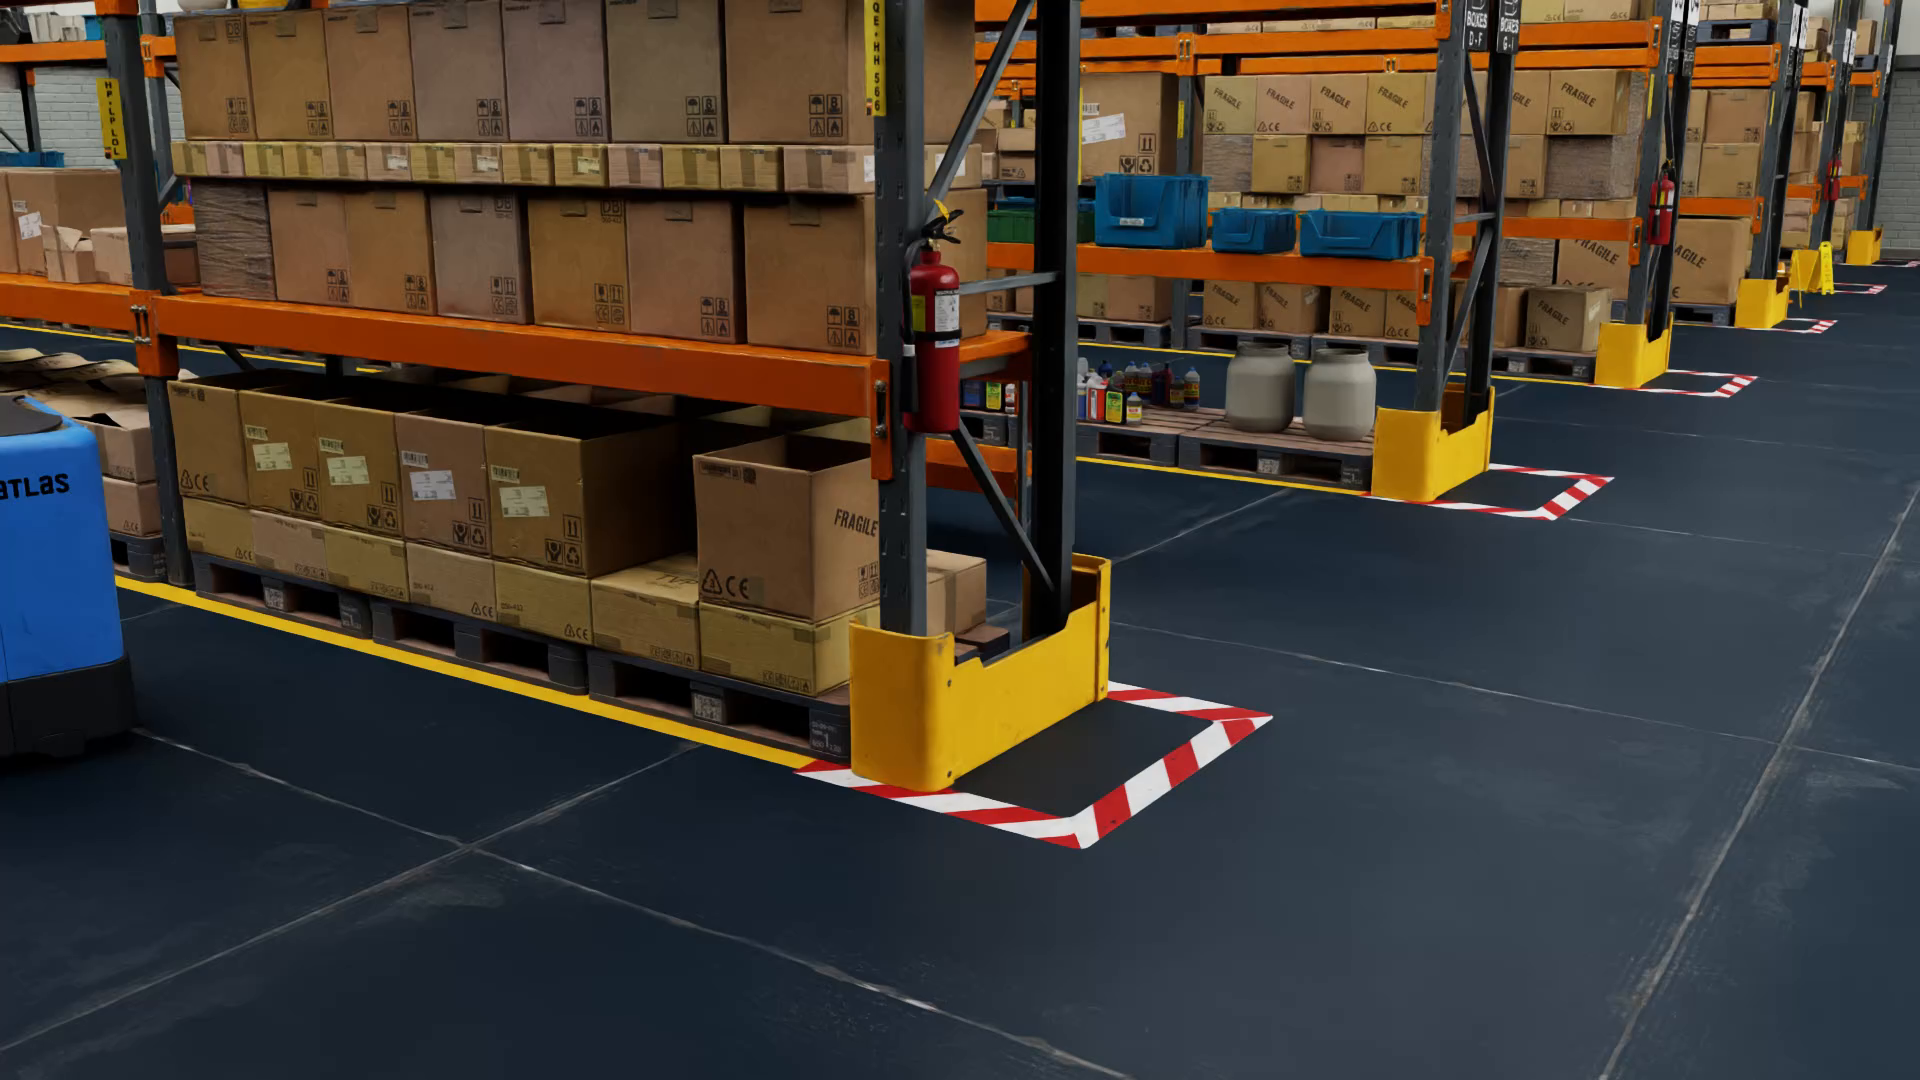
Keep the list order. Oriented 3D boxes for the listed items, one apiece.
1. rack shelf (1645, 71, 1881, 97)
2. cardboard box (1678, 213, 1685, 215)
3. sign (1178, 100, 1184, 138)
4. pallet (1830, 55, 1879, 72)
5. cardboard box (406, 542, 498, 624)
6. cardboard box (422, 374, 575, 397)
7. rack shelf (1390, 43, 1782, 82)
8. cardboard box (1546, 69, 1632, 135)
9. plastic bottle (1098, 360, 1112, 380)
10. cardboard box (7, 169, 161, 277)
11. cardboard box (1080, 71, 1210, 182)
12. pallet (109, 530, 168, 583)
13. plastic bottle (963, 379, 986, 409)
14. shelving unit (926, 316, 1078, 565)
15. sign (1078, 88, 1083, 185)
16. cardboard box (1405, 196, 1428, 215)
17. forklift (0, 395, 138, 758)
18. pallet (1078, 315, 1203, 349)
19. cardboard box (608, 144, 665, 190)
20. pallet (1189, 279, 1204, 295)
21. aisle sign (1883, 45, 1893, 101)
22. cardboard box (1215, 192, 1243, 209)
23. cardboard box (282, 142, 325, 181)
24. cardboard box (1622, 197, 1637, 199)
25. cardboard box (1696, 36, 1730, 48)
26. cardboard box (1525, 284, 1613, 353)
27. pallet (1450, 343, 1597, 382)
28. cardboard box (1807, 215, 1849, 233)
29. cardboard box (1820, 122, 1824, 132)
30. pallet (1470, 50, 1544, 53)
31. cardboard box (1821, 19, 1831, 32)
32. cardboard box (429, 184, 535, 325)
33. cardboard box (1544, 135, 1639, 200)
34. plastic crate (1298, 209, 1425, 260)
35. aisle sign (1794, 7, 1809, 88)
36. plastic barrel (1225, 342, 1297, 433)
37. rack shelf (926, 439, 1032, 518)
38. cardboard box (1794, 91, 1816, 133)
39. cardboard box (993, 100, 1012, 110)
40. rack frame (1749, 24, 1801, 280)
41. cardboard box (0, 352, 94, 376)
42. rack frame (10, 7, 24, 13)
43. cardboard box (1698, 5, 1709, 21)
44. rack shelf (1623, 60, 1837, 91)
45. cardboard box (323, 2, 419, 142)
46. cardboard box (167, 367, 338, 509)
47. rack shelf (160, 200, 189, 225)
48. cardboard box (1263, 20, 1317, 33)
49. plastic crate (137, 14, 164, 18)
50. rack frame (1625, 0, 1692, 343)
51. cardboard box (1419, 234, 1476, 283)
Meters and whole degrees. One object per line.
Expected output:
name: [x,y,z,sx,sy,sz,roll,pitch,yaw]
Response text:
rack shelf: [12.245,-7.125,26.118,4.000,0.370,1.077,9,17,33]
cardboard box: [9.477,-4.187,22.281,0.500,0.500,0.500,9,16,32]
sign: [1.981,-3.771,14.905,0.005,0.325,0.100,9,17,33]
pallet: [13.332,-7.263,25.362,1.213,0.211,1.003,9,17,33]
cardboard box: [-1.786,0.110,6.484,0.500,0.250,0.500,9,17,33]
cardboard box: [-1.912,-0.424,7.082,0.500,0.500,0.500,9,17,33]
rack shelf: [6.799,-5.134,18.076,4.000,0.370,1.077,9,17,33]
cardboard box: [5.012,-3.486,13.257,0.500,0.500,0.500,9,17,33]
plastic bottle: [0.976,-1.077,11.194,0.097,0.271,0.097,0,14,0]
cardboard box: [-4.310,-1.571,8.218,0.500,0.500,0.500,11,17,37]
cardboard box: [1.706,-3.950,15.913,1.000,1.000,1.000,9,17,33]
pallet: [-3.877,-0.083,8.218,1.213,0.211,1.003,9,17,33]
plastic bottle: [0.118,-1.044,10.895,0.185,0.351,0.144,8,16,30]
shelving unit: [-0.006,-0.547,8.192,1.048,1.125,0.538,9,17,33]
sign: [0.389,-1.377,5.679,0.005,0.325,0.100,9,17,33]
cardboard box: [3.952,-2.839,14.072,0.250,0.149,0.380,9,17,33]
forklift: [-4.203,-0.596,4.633,3.031,2.935,1.130,-11,18,-38]
pallet: [1.641,-2.071,16.248,1.213,0.211,1.003,9,17,33]
cardboard box: [-0.986,-1.289,5.729,0.250,0.149,0.380,9,17,34]
pallet: [3.441,-3.194,20.786,1.213,0.211,1.003,9,17,33]
aisle sign: [13.795,-6.944,24.723,0.004,0.787,0.394,9,17,33]
cardboard box: [2.498,-3.073,15.018,0.250,0.149,0.380,9,17,33]
cardboard box: [-2.488,-1.531,6.709,0.250,0.149,0.380,9,17,32]
cardboard box: [5.503,-2.747,13.702,0.250,0.149,0.380,9,17,33]
cardboard box: [9.713,-6.438,21.541,0.500,0.250,0.500,10,17,34]
cardboard box: [5.098,-1.861,13.927,0.500,0.500,0.500,13,19,43]
pallet: [4.889,-1.556,14.171,1.213,0.211,1.003,9,17,33]
cardboard box: [13.326,-4.865,25.540,0.500,0.250,0.500,9,16,32]
cardboard box: [13.268,-6.290,25.315,0.250,0.149,0.380,9,17,33]
pallet: [5.813,-5.597,18.632,1.213,0.211,1.003,9,17,33]
cardboard box: [10.956,-6.569,21.239,0.250,0.149,0.380,9,17,32]
cardboard box: [-1.592,-1.130,6.436,0.500,0.500,0.700,10,17,34]
cardboard box: [5.166,-3.056,13.598,0.500,0.500,0.875,9,17,33]
plastic crate: [2.260,-1.731,9.384,0.616,0.251,0.499,9,17,33]
aisle sign: [8.685,-5.071,17.157,0.004,0.787,0.394,9,17,33]
plastic barrel: [1.838,-0.933,10.151,0.421,0.512,0.421,0,14,0]
rack shelf: [-0.006,-0.310,8.250,1.000,0.278,0.538,9,17,33]
cardboard box: [10.592,-5.463,21.241,0.500,0.500,0.700,9,16,31]
cardboard box: [0.747,-7.195,27.509,0.250,0.149,0.380,9,16,32]
rack frame: [8.459,-3.759,17.266,0.127,3.000,1.000,9,17,33]
cardboard box: [-5.139,-0.865,9.258,0.500,0.311,0.500,9,17,32]
rack frame: [-10.434,-6.854,17.284,0.127,3.000,1.000,9,17,33]
cardboard box: [7.571,-5.391,17.056,0.250,0.149,0.380,9,17,34]
rack shelf: [9.478,-6.135,22.117,4.000,0.370,1.077,9,17,33]
cardboard box: [-2.037,-1.831,6.568,0.500,0.500,0.700,9,17,33]
cardboard box: [-3.034,-0.454,7.202,0.500,0.500,0.500,9,17,33]
rack shelf: [-8.774,-3.324,17.007,4.000,0.370,1.077,9,17,33]
cardboard box: [2.960,-4.522,14.418,0.500,0.250,0.500,9,17,32]
plastic crate: [-7.993,-5.019,16.386,0.590,0.269,0.497,9,17,33]
rack frame: [5.607,-2.784,13.326,0.127,3.000,1.000,9,17,33]
cardboard box: [5.622,-3.370,19.241,0.875,0.875,0.875,9,17,34]
